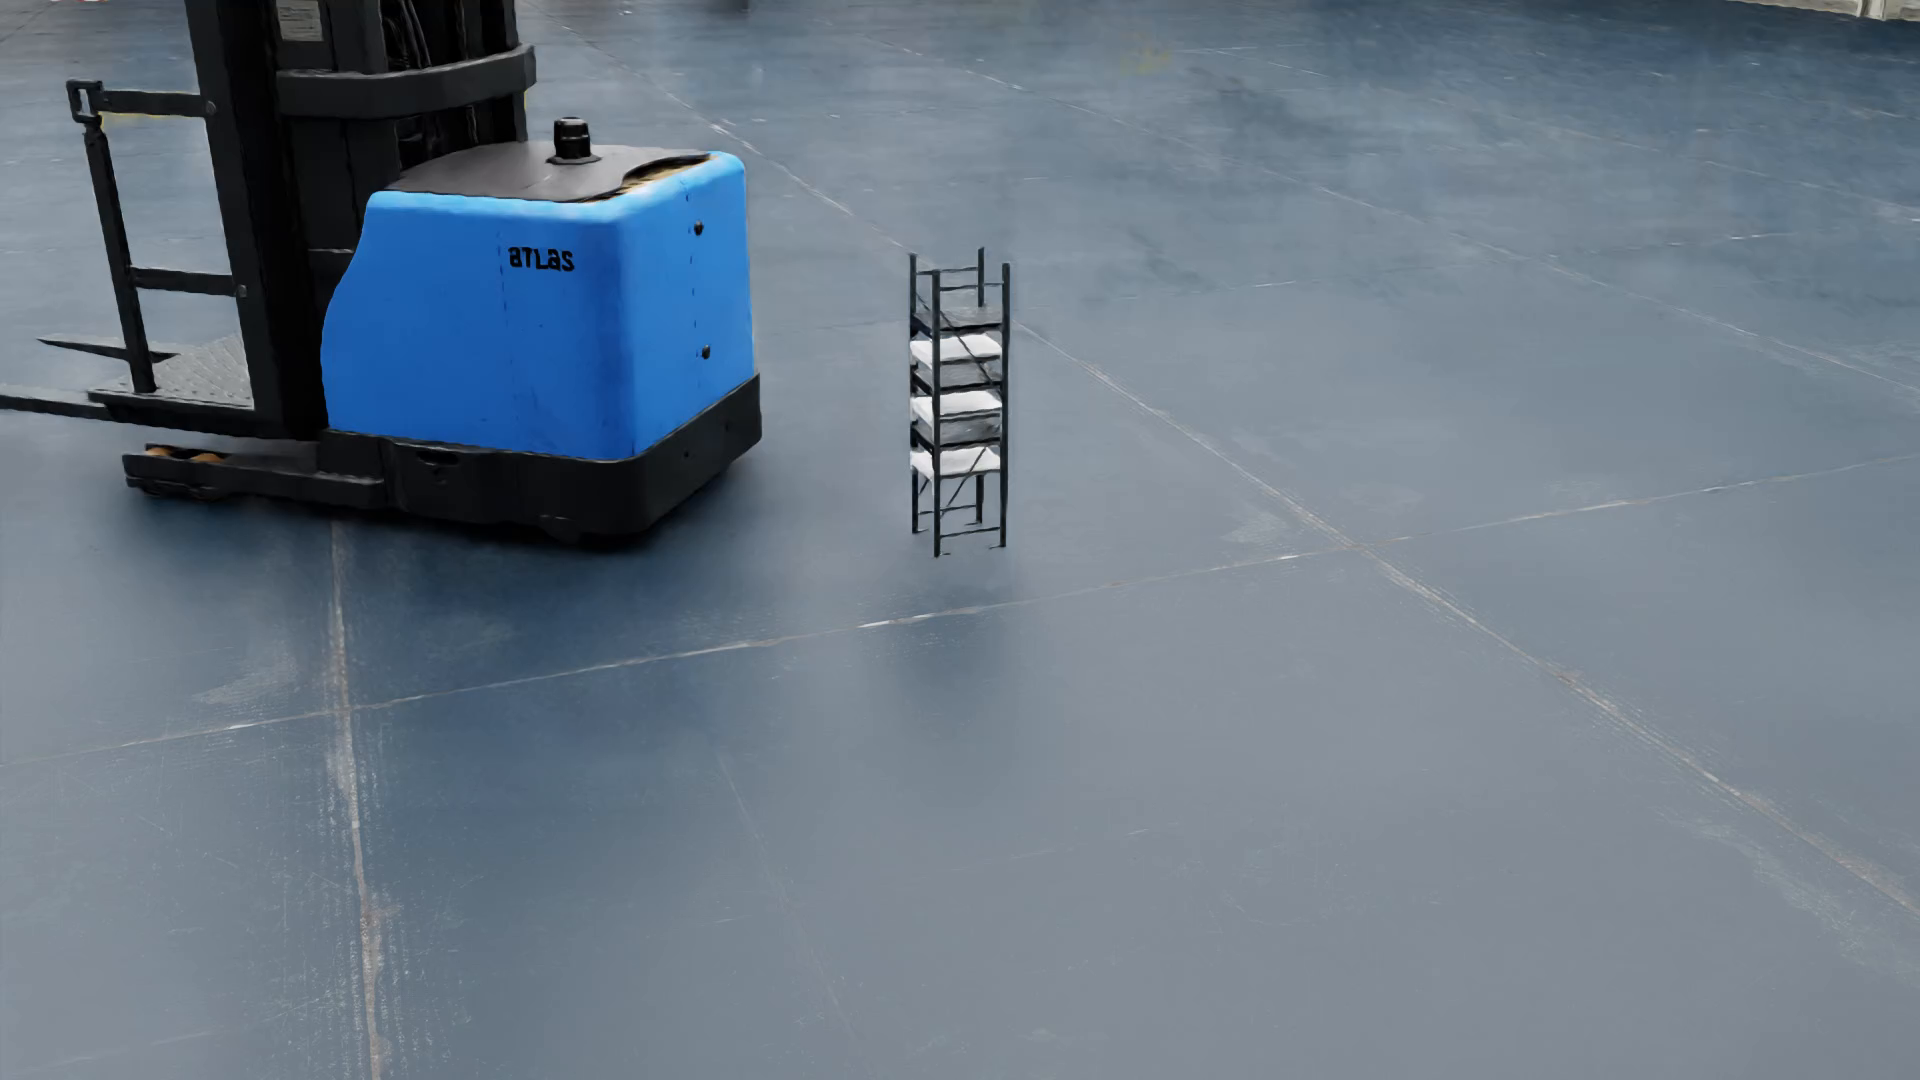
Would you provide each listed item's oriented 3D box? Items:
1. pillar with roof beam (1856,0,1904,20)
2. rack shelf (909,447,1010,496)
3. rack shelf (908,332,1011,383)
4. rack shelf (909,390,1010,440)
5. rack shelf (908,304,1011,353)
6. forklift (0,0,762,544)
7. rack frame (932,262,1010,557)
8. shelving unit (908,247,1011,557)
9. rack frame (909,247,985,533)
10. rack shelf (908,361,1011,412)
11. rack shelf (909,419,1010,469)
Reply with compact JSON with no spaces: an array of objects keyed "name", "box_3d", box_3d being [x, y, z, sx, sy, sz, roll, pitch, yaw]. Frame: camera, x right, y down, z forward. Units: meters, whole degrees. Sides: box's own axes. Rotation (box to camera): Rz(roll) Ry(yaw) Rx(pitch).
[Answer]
[{"name":"pillar with roof beam","box_3d":[7.308,-9.999,17.388,9.100,9.000,0.400,-8,24,-19]},{"name":"rack shelf","box_3d":[-0.003,-0.221,5.165,0.258,0.077,0.200,-8,24,-19]},{"name":"rack shelf","box_3d":[-0.003,-0.553,5.025,0.258,0.077,0.200,-8,24,-19]},{"name":"rack shelf","box_3d":[-0.003,-0.387,5.095,0.258,0.077,0.200,-8,24,-19]},{"name":"rack shelf","box_3d":[-0.003,-0.636,4.990,0.258,0.077,0.200,-8,24,-19]},{"name":"forklift","box_3d":[-2.280,-1.658,5.411,3.031,2.935,1.130,7,24,16]},{"name":"rack frame","box_3d":[0.033,-0.381,4.995,0.240,0.900,0.006,-8,24,-19]},{"name":"shelving unit","box_3d":[-0.003,-0.418,5.082,0.258,0.900,0.210,-8,24,-19]},{"name":"rack frame","box_3d":[-0.039,-0.455,5.170,0.240,0.900,0.006,-8,24,-19]},{"name":"rack shelf","box_3d":[-0.003,-0.470,5.060,0.258,0.077,0.200,-8,24,-19]},{"name":"rack shelf","box_3d":[-0.003,-0.304,5.130,0.258,0.077,0.200,-8,24,-19]}]
